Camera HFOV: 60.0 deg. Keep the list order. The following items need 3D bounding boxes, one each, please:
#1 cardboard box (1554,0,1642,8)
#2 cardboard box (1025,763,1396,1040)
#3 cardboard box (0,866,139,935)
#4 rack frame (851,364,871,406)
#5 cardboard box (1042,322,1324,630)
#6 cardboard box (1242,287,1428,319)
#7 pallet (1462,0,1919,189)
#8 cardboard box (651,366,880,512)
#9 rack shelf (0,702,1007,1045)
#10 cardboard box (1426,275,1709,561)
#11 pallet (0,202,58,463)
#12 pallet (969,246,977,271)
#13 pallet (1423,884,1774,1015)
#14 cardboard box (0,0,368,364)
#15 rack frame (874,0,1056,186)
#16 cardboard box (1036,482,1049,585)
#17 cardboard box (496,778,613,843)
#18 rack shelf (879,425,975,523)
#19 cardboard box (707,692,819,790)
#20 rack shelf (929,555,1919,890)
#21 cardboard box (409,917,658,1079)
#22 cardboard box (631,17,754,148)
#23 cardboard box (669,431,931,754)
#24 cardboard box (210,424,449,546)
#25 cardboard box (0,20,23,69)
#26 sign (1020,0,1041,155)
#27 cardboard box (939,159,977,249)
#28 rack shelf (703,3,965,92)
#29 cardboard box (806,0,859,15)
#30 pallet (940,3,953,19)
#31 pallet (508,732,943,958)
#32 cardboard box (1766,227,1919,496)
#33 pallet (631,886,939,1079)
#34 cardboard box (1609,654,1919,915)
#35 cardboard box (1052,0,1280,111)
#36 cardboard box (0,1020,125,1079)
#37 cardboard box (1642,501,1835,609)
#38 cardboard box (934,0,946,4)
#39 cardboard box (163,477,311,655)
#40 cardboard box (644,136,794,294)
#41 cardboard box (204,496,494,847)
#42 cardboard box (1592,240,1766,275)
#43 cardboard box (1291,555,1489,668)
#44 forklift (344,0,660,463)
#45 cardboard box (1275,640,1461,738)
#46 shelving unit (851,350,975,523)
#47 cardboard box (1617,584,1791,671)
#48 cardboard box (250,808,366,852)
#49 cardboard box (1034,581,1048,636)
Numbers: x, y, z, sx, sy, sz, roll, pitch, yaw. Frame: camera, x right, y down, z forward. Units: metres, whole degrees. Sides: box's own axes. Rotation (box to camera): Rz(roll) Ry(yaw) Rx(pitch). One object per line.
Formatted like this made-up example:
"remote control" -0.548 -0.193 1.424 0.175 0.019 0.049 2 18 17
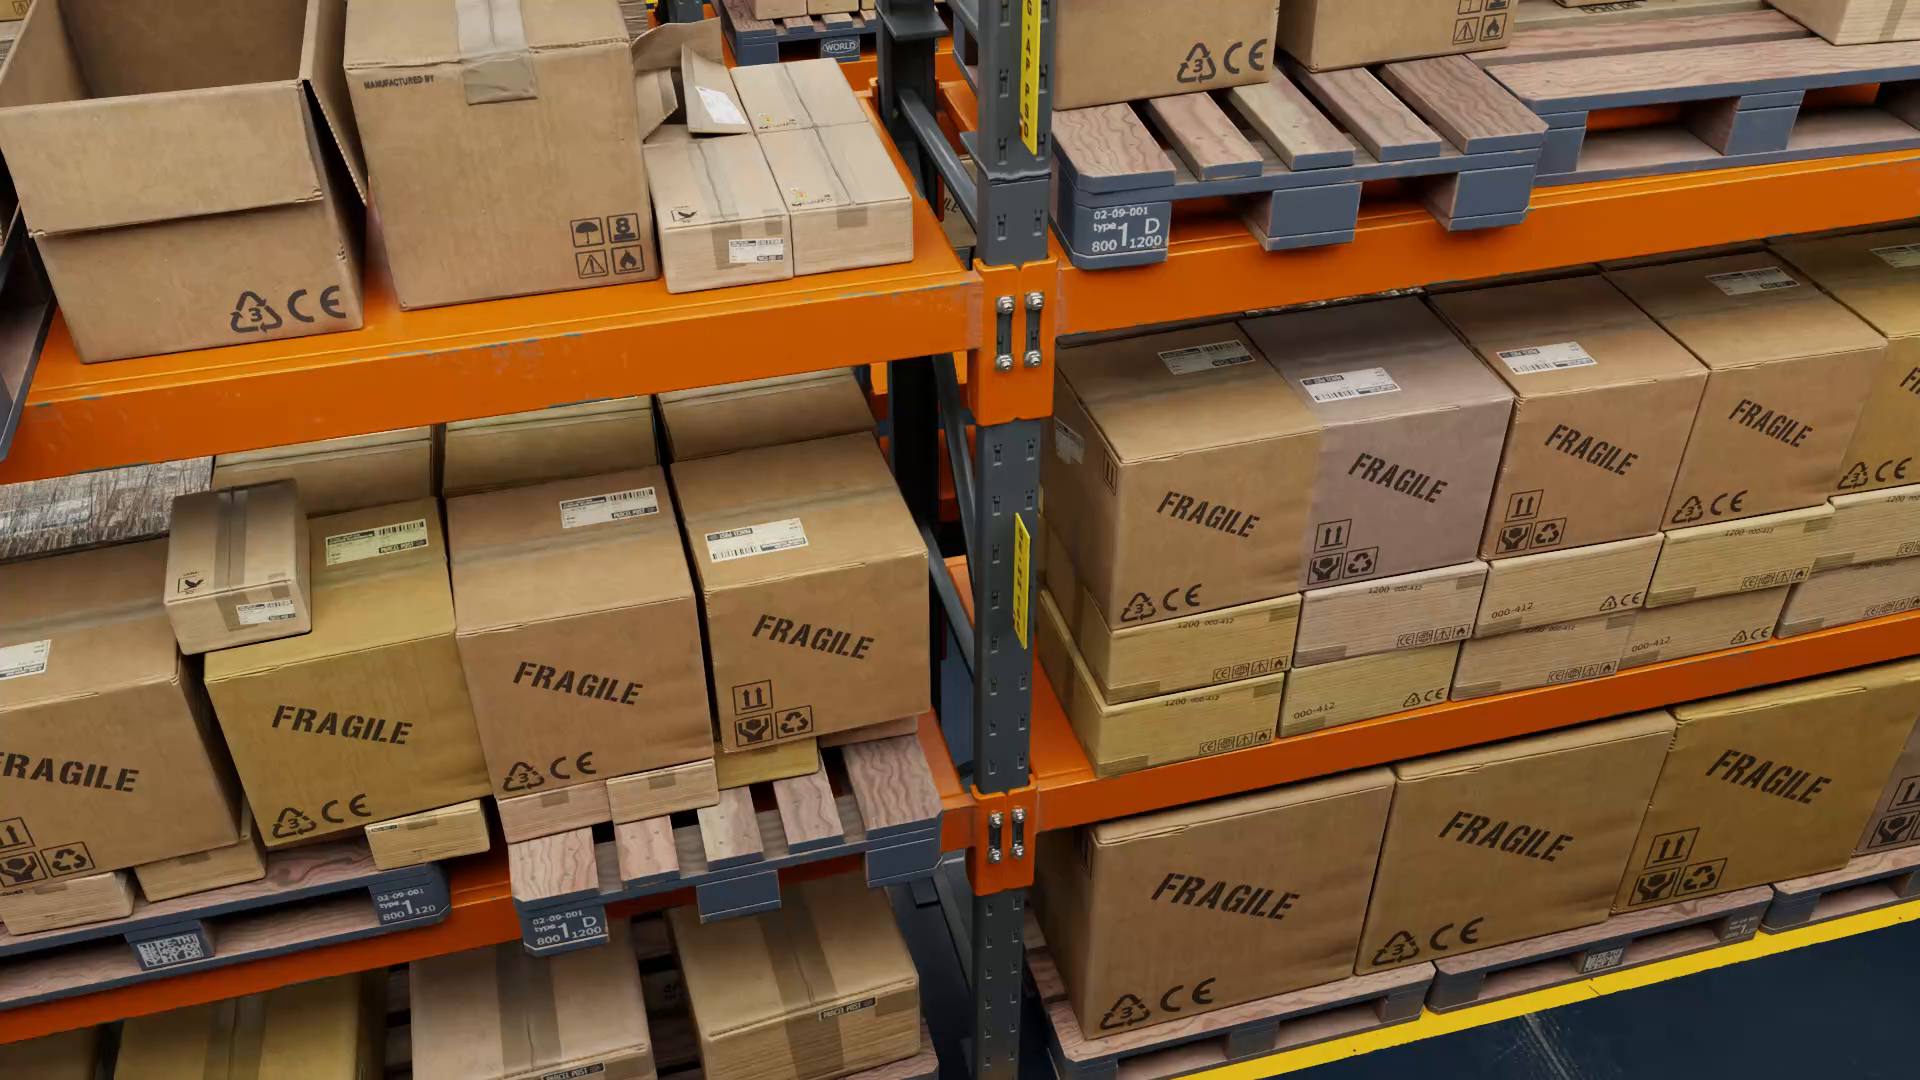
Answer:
"cardboard box" 1.613 -1.641 4.030 0.500 0.500 0.500 -9 38 -12
"cardboard box" 0.675 0.822 5.109 0.875 0.875 0.875 -10 38 -12
"cardboard box" -1.993 0.680 3.753 0.250 0.149 0.380 -8 38 -10
"rack frame" -0.410 -0.374 6.813 0.032 1.125 0.500 -8 38 -10
"cardboard box" 0.527 -0.166 4.092 0.500 0.500 0.500 -11 39 -13
"cardboard box" 0.911 -0.552 4.598 0.500 0.500 0.500 -9 38 -11
"pallet" 1.674 -1.222 4.066 1.213 0.211 1.003 -8 38 -10
"cardboard box" -0.508 -0.183 4.348 0.500 0.500 0.500 -10 39 -13
"rack shelf" -1.944 0.809 4.316 4.000 0.370 1.077 -9 38 -12
"cardboard box" 1.507 -0.323 4.298 0.500 0.500 0.500 -8 38 -11
"pallet" -2.251 -0.479 3.093 1.003 0.211 1.213 -9 38 -12
"pallet" 0.529 -1.888 9.544 1.213 0.211 1.003 -9 38 -12
"pallet" 1.943 1.042 5.714 1.213 0.211 1.003 -9 38 -12
"cardboard box" -1.478 -0.768 3.231 0.637 0.503 0.797 -9 38 -12
"rack frame" -0.013 -2.177 2.689 0.127 3.000 1.000 -9 38 -12
"cardboard box" 0.388 -0.159 4.701 0.500 0.250 0.500 -9 38 -12
"cardboard box" -0.985 0.515 3.969 0.250 0.149 0.380 -11 39 -14
"rack shelf" 0.085 -0.250 7.054 1.000 0.278 0.538 -8 38 -10
"cardboard box" -0.508 0.414 4.101 0.250 0.149 0.380 -9 38 -11
"rack shelf" 1.918 0.175 5.145 4.000 0.370 1.077 -9 38 -12
"cardboard box" -1.271 1.288 4.914 0.625 0.372 0.950 -10 39 -13
"cardboard box" -0.608 -0.941 3.654 0.258 0.266 0.396 -9 38 -12
"cardboard box" -0.379 0.116 3.956 0.500 0.500 0.500 -10 39 -13
"cardboard box" -1.520 -0.008 4.119 0.500 0.500 0.500 -9 38 -11
"cardboard box" -4.198 -2.093 7.436 0.500 0.500 0.500 -9 38 -12
"sign" 0.126 -0.872 3.027 0.005 0.325 0.100 -9 38 -12
"cardboard box" -0.167 -1.900 8.976 0.500 0.500 0.500 -9 38 -11
"rack shelf" 0.530 -2.713 8.919 4.000 0.370 1.077 -9 38 -12
"cardboard box" -0.658 -2.743 8.229 0.250 0.149 0.380 -8 38 -10
"pallet" 0.499 -2.943 8.786 1.213 0.211 1.003 -9 38 -12
"pallet" -0.673 0.458 4.341 1.003 0.211 1.213 -9 38 -12
"cardboard box" 2.491 -0.491 4.518 0.500 0.500 0.500 -8 38 -11
"pallet" -0.768 1.436 5.198 1.213 0.211 1.003 -9 38 -12
"cardboard box" 2.401 0.542 5.475 0.875 0.875 0.875 -8 38 -11
"cardboard box" 0.312 -1.341 3.635 0.637 0.503 0.797 -12 39 -15
"cardboard box" -2.676 1.516 4.616 0.625 0.372 0.950 -7 38 -9
"cardboard box" 2.017 -0.094 4.616 0.500 0.250 0.500 -9 38 -11
"cardboard box" -0.137 -2.830 8.342 0.250 0.149 0.380 -8 38 -10
"cardboard box" -1.519 0.048 3.511 0.250 0.149 0.380 -11 39 -14
"cardboard box" -0.500 -0.668 3.393 0.250 0.149 0.380 -9 38 -12
"cardboard box" -1.363 0.285 3.735 0.500 0.500 0.500 -12 39 -15
"cardboard box" 1.883 -0.703 4.795 0.500 0.500 0.500 -10 39 -13
"cardboard box" 1.040 0.050 4.427 0.500 0.250 0.500 -8 38 -11
"forklift" -1.957 -0.963 6.097 3.031 2.935 1.130 -6 38 -8
"cardboard box" 1.016 0.244 4.586 0.500 0.250 0.500 -10 39 -13
"shelving unit" 0.085 -0.444 6.905 1.048 1.125 0.538 -8 38 -10
"cardboard box" 2.000 0.084 4.795 0.500 0.250 0.500 -9 38 -12
"cardboard box" -1.522 0.533 3.946 0.250 0.149 0.380 -9 38 -12
"cardboard box" 0.407 0.033 4.861 0.500 0.250 0.500 -11 39 -14
